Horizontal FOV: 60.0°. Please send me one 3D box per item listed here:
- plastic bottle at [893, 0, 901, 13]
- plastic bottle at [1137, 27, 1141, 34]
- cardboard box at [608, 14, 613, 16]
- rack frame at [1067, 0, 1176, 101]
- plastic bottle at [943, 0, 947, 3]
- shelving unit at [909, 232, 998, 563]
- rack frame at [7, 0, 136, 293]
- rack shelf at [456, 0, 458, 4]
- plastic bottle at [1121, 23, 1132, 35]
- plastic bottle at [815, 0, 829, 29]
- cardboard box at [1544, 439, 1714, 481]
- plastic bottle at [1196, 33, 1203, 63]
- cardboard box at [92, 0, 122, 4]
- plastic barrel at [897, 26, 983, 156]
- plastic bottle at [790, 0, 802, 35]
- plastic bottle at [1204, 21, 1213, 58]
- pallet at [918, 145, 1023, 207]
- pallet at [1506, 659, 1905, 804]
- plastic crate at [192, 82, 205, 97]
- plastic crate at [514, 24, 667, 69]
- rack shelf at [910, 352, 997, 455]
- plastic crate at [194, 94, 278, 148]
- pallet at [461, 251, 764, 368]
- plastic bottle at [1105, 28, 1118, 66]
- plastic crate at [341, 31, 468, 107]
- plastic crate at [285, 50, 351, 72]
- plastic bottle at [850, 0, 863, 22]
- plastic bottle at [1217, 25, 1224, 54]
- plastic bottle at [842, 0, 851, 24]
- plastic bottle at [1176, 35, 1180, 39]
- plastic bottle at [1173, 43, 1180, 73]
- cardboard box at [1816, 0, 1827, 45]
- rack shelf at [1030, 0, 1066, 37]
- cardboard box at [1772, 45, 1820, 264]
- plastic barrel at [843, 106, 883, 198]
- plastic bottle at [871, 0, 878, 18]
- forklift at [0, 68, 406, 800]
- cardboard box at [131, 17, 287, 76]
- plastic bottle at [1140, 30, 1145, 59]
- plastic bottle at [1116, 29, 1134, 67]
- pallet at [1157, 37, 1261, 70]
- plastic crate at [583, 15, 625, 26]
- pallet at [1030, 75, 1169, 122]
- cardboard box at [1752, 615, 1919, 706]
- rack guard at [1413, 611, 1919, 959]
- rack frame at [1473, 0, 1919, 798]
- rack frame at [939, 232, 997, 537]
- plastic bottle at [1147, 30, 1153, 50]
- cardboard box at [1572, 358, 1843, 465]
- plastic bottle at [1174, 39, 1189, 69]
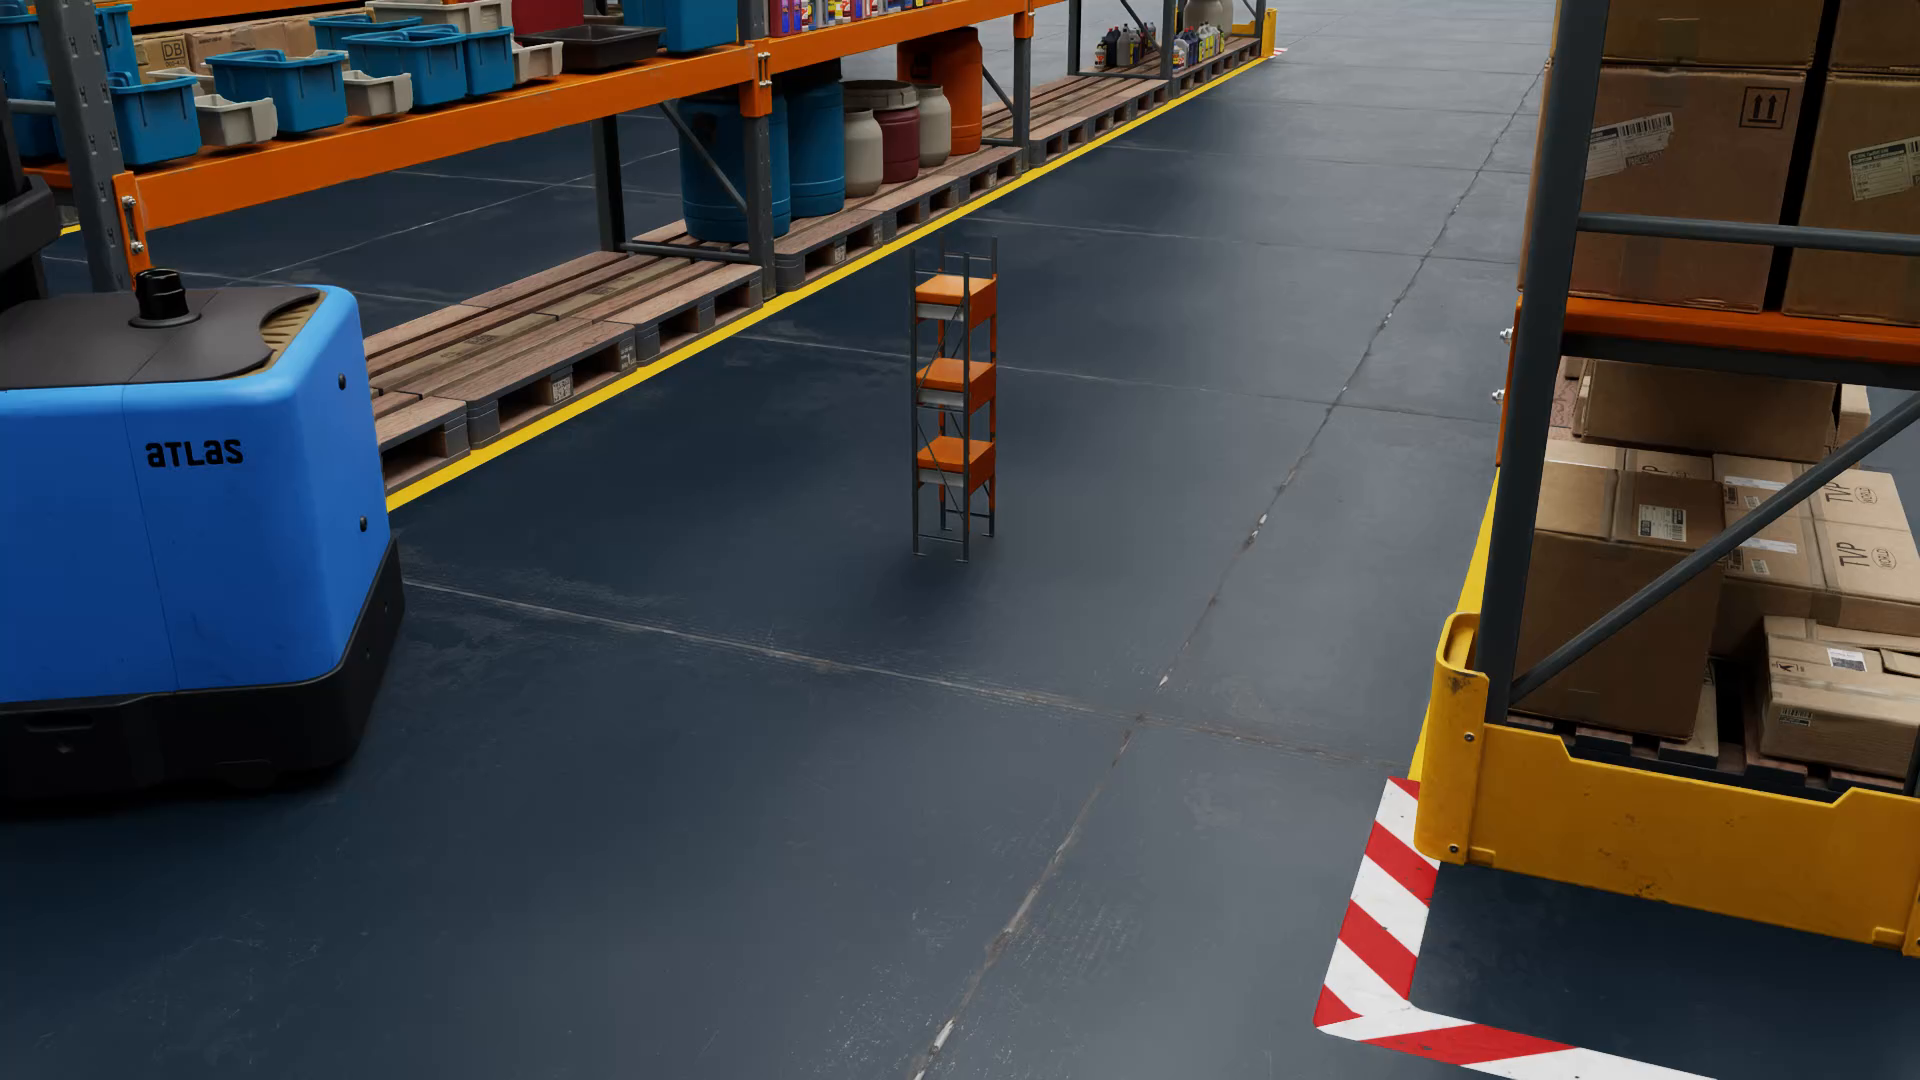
[{"bbox_3d":[-0.402,-3.266,9.845,0.097,0.271,0.097,0,23,0],"label":"plastic bottle"},{"bbox_3d":[1.868,-5.204,17.285,0.097,0.271,0.097,0,23,0],"label":"plastic bottle"},{"bbox_3d":[-3.740,-4.765,15.937,0.700,0.500,0.500,7,24,15],"label":"cardboard box"},{"bbox_3d":[1.509,-5.591,15.243,1.000,3.000,0.127,9,24,20],"label":"rack frame"},{"bbox_3d":[-0.129,-3.497,10.488,0.097,0.201,0.097,0,23,0],"label":"plastic bottle"},{"bbox_3d":[-0.020,-0.465,5.502,0.215,1.050,0.252,9,24,20],"label":"shelving unit"},{"bbox_3d":[-2.948,-1.297,4.962,1.000,3.000,0.127,9,24,20],"label":"rack frame"},{"bbox_3d":[-3.832,-5.252,15.366,1.077,0.370,4.000,9,24,20],"label":"rack shelf"},{"bbox_3d":[1.672,-5.028,16.760,0.144,0.351,0.185,9,24,20],"label":"plastic bottle"},{"bbox_3d":[-0.801,-2.913,8.993,0.152,0.276,0.135,9,24,20],"label":"plastic bottle"},{"bbox_3d":[2.003,-0.086,5.060,0.500,0.250,0.500,9,24,20],"label":"cardboard box"},{"bbox_3d":[2.364,-4.891,16.520,0.061,0.283,0.133,10,25,22],"label":"plastic bottle"},{"bbox_3d":[-5.658,-3.612,10.376,0.500,0.500,0.500,9,24,20],"label":"cardboard box"},{"bbox_3d":[-0.142,-3.174,11.728,0.600,0.830,0.708,9,24,20],"label":"plastic barrel"},{"bbox_3d":[-0.881,-2.792,8.694,0.061,0.283,0.133,9,24,20],"label":"plastic bottle"},{"bbox_3d":[2.491,-5.087,16.903,0.144,0.351,0.185,10,25,22],"label":"plastic bottle"},{"bbox_3d":[-0.231,-2.585,11.664,1.003,0.211,1.213,9,24,20],"label":"pallet"},{"bbox_3d":[1.973,0.388,4.547,1.003,0.211,1.213,9,24,20],"label":"pallet"},{"bbox_3d":[-2.813,-1.520,5.762,0.396,0.136,0.243,9,24,20],"label":"plastic crate"},{"bbox_3d":[-1.629,-2.190,7.380,0.437,0.125,0.590,9,24,20],"label":"plastic crate"},{"bbox_3d":[-0.020,-0.456,5.506,0.215,0.259,0.240,9,24,20],"label":"rack shelf"},{"bbox_3d":[-2.355,-1.347,5.347,0.250,0.136,0.298,9,24,20],"label":"plastic crate"},{"bbox_3d":[-1.700,-1.173,8.283,1.003,0.211,1.213,9,24,20],"label":"pallet"},{"bbox_3d":[1.481,-4.843,16.319,0.144,0.351,0.185,8,24,19],"label":"plastic bottle"},{"bbox_3d":[-2.062,-1.759,6.210,0.416,0.233,0.300,9,24,20],"label":"plastic crate"},{"bbox_3d":[-2.519,-1.834,6.513,0.298,0.136,0.250,9,24,20],"label":"plastic crate"},{"bbox_3d":[-0.600,-3.062,9.341,0.061,0.283,0.133,9,24,20],"label":"plastic bottle"},{"bbox_3d":[2.693,-5.207,17.279,0.061,0.283,0.133,9,24,21],"label":"plastic bottle"},{"bbox_3d":[-0.660,-2.986,9.264,0.097,0.201,0.097,0,23,0],"label":"plastic bottle"},{"bbox_3d":[2.136,-4.834,16.399,0.097,0.271,0.097,0,23,0],"label":"plastic bottle"},{"bbox_3d":[2.035,-4.586,15.807,0.097,0.271,0.097,0,23,0],"label":"plastic bottle"},{"bbox_3d":[2.246,-1.403,3.790,0.500,0.500,0.500,9,24,21],"label":"cardboard box"},{"bbox_3d":[0.766,-4.543,13.668,1.077,0.370,4.000,9,24,20],"label":"rack shelf"},{"bbox_3d":[2.246,-0.939,3.976,0.500,0.500,0.500,9,24,20],"label":"cardboard box"},{"bbox_3d":[-0.689,-2.409,10.308,0.421,0.512,0.421,0,23,0],"label":"plastic barrel"},{"bbox_3d":[-0.524,-3.116,9.577,0.097,0.201,0.097,0,23,0],"label":"plastic bottle"},{"bbox_3d":[-3.117,-0.823,3.918,3.031,2.935,1.130,-3,23,-8],"label":"forklift"},{"bbox_3d":[-5.511,-3.202,11.736,1.225,0.875,0.875,8,24,18],"label":"cardboard box"},{"bbox_3d":[1.835,-5.039,16.875,0.061,0.283,0.133,9,24,20],"label":"plastic bottle"},{"bbox_3d":[1.615,-4.823,16.270,0.144,0.351,0.185,9,24,20],"label":"plastic bottle"},{"bbox_3d":[2.704,-5.412,18.432,1.003,0.211,1.213,9,24,20],"label":"pallet"},{"bbox_3d":[-1.768,-2.488,8.079,0.396,0.136,0.243,9,24,20],"label":"plastic crate"},{"bbox_3d":[1.254,-4.018,15.094,1.003,0.211,1.213,9,24,20],"label":"pallet"},{"bbox_3d":[2.217,0.328,4.178,0.380,0.166,0.250,9,24,20],"label":"cardboard box"},{"bbox_3d":[1.678,0.540,3.808,1.175,0.500,0.348,9,24,20],"label":"rack guard"},{"bbox_3d":[1.649,-0.586,3.261,1.000,3.000,0.127,9,24,20],"label":"rack frame"},{"bbox_3d":[0.025,-0.509,5.606,0.200,1.050,0.008,9,24,20],"label":"rack frame"},{"bbox_3d":[1.994,-5.293,17.589,0.097,0.201,0.097,0,23,0],"label":"plastic bottle"},{"bbox_3d":[2.442,-0.396,5.473,0.797,0.503,0.637,9,24,20],"label":"cardboard box"},{"bbox_3d":[2.129,-4.708,16.092,0.152,0.276,0.135,10,25,22],"label":"plastic bottle"}]
